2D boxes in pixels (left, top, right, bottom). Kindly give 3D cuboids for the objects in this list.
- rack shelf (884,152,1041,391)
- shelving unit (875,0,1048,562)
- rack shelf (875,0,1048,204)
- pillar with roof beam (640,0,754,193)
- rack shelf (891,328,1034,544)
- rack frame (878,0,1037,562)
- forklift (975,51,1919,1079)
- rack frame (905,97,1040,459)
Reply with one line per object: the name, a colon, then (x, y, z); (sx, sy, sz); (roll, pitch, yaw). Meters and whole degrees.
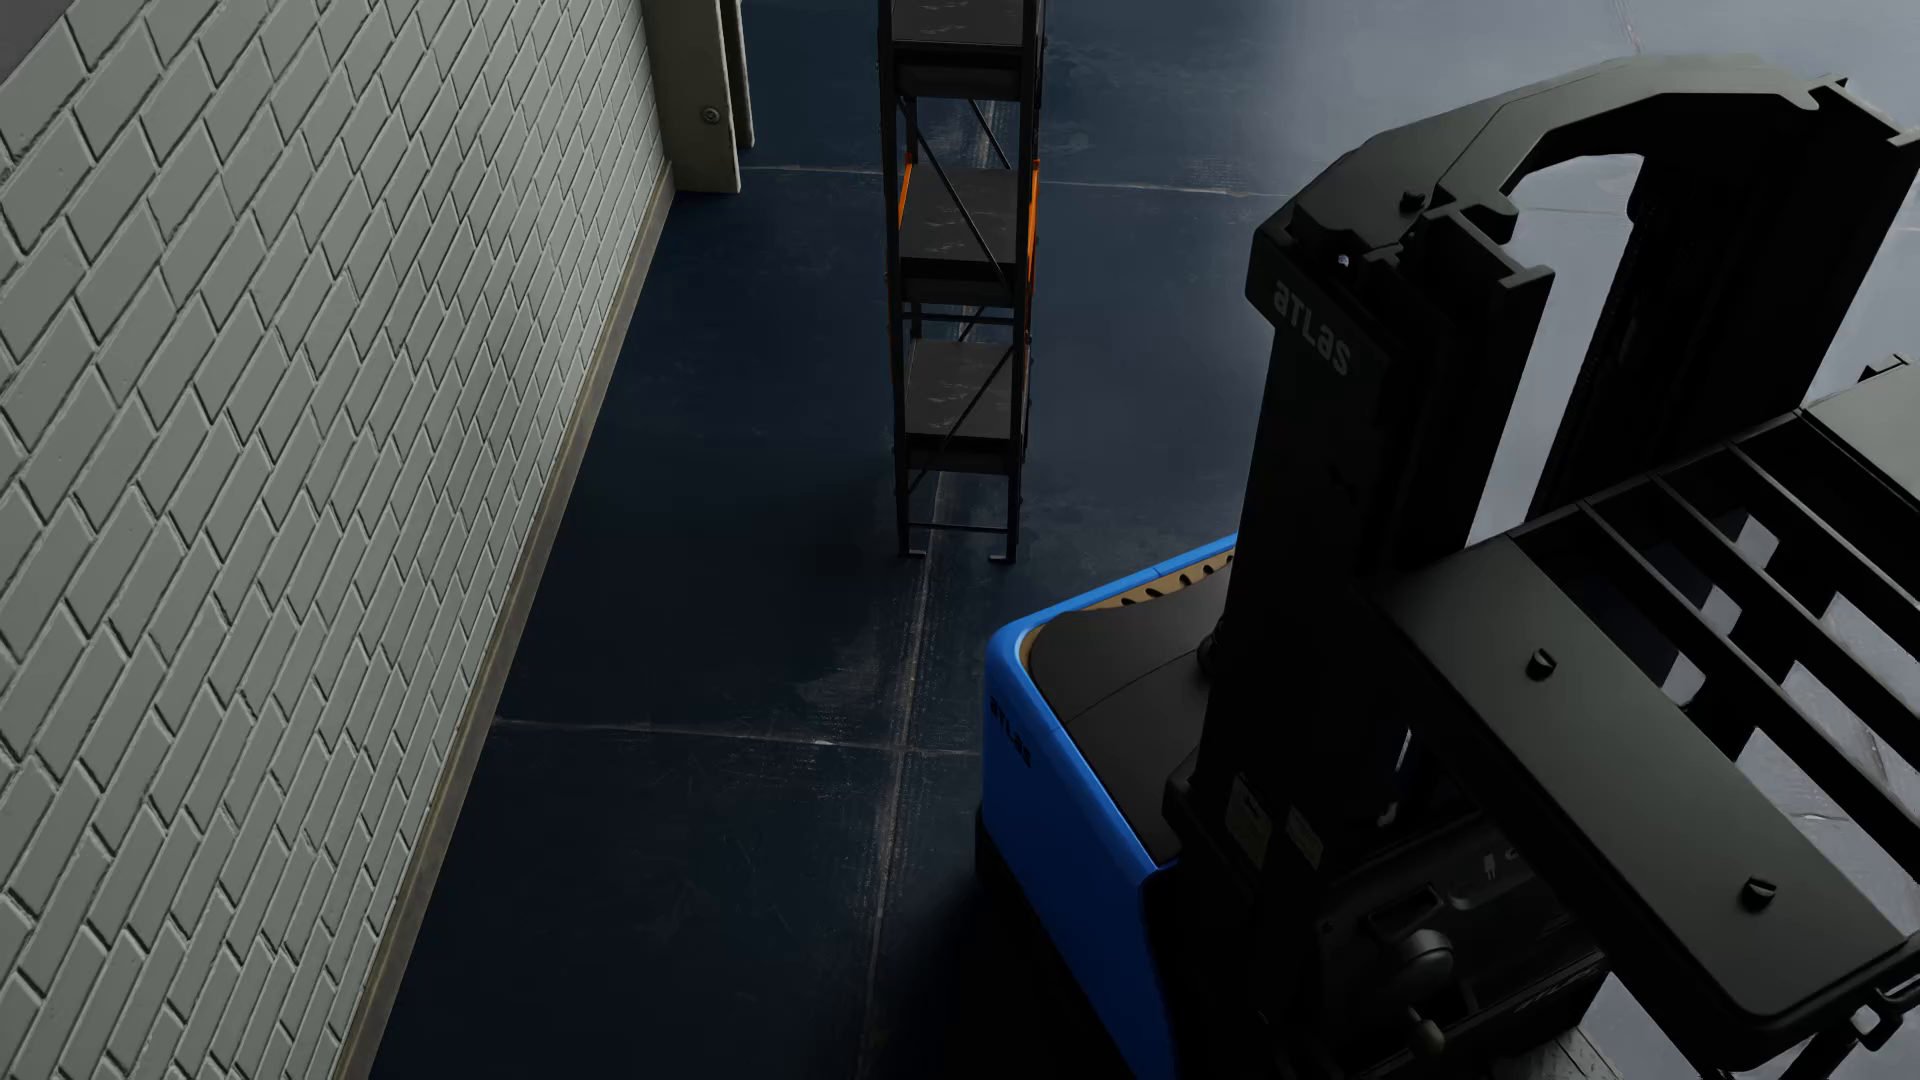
rack shelf: (0.015, -0.821, 5.097); (0.431, 0.518, 0.480); (4, 48, 4)
shelving unit: (0.015, -0.830, 5.086); (0.431, 2.100, 0.503); (4, 48, 4)
rack shelf: (0.015, -1.294, 4.580); (0.431, 0.518, 0.480); (4, 48, 4)
pillar with roof beam: (3.205, -4.385, 3.662); (9.100, 9.000, 0.400); (4, 48, 4)
rack shelf: (0.015, -0.349, 5.613); (0.431, 0.518, 0.480); (4, 48, 4)
rack frame: (-0.007, -0.651, 4.922); (0.400, 2.100, 0.015); (4, 48, 4)
forklift: (1.162, 0.773, 3.057); (1.130, 2.935, 3.031); (-21, 51, -18)
rack frame: (0.037, -1.010, 5.250); (0.400, 2.100, 0.015); (4, 48, 4)
